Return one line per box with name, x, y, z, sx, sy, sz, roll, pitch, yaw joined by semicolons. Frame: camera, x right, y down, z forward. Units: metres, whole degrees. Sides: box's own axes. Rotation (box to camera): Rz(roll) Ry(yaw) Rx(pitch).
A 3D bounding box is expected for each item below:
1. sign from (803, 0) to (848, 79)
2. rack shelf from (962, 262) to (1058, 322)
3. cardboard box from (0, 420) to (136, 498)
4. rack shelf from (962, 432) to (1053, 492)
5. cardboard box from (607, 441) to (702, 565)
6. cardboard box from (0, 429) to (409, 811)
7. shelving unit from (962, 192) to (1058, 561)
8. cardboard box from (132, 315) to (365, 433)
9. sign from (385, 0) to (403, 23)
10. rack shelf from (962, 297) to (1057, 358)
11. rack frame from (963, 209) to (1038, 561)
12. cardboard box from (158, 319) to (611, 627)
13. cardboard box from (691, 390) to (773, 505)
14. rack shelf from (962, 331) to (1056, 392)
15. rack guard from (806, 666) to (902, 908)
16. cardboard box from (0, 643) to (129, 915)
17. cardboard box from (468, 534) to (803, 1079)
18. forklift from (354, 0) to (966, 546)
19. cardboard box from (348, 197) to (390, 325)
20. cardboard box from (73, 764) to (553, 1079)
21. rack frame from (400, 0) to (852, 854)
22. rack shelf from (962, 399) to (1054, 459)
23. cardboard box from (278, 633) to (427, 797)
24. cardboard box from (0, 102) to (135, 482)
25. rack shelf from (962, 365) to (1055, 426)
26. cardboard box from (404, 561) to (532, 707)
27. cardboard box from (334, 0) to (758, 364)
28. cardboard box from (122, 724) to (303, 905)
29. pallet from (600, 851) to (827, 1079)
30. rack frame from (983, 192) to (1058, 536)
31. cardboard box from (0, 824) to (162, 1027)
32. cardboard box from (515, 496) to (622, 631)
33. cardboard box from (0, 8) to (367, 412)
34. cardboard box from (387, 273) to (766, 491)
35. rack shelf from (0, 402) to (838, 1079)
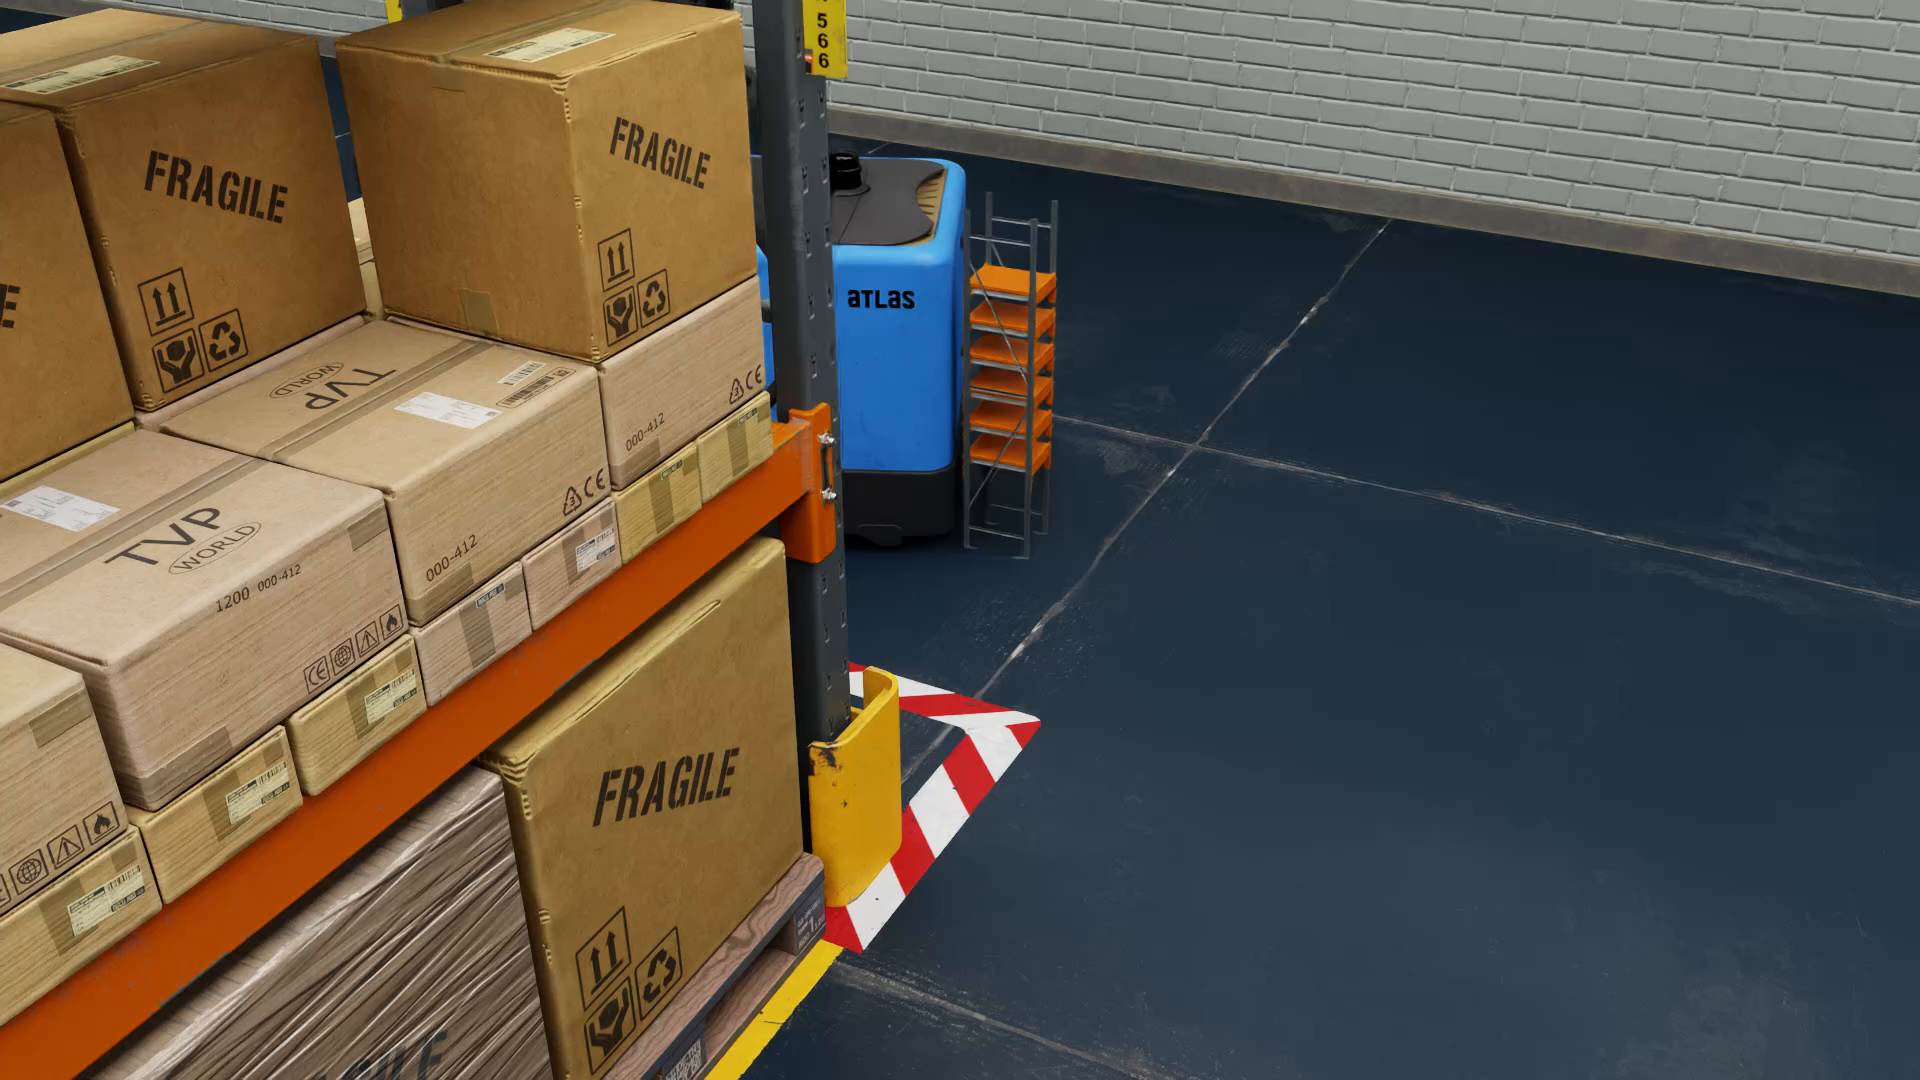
sign;-0.262;-1.045;3.157;0.100;0.325;0.005;14;33;23
rack shelf;0.159;-0.790;5.286;0.258;0.103;0.180;12;32;20
cardboard box;-1.661;-0.028;2.639;0.500;0.250;0.500;13;32;22
rack shelf;0.159;-0.269;5.585;0.258;0.103;0.180;12;32;20
cardboard box;-0.725;-0.113;3.186;0.380;0.149;0.250;15;33;24
cardboard box;-1.187;0.092;2.430;0.500;0.250;0.500;13;32;22
shelving unit;0.159;-0.516;5.444;0.258;1.200;0.189;12;32;20
cardboard box;-1.429;-0.250;3.025;0.500;0.250;0.500;14;33;23
sign;-1.231;-1.108;3.718;0.100;0.325;0.005;14;33;23
rack shelf;0.159;-0.685;5.346;0.258;0.103;0.180;12;32;20
rack frame;0.123;-0.474;5.370;0.240;1.200;0.006;12;32;20
cardboard box;-0.955;-0.134;2.823;0.500;0.250;0.500;14;33;22
cardboard box;-0.608;-0.228;3.387;0.380;0.149;0.250;15;33;24
rack shelf;0.159;-0.581;5.406;0.258;0.103;0.180;12;32;20
rack guard;-0.728;0.504;4.371;1.175;0.500;0.348;14;33;23
cardboard box;-1.421;0.324;2.026;0.500;0.250;0.500;14;33;23
cardboard box;-0.960;0.471;3.629;0.875;0.875;0.875;14;33;23
forklift;-1.501;-1.519;5.451;3.031;2.935;1.130;2;30;3
cardboard box;-1.198;-0.482;3.429;0.500;0.250;0.500;13;32;22
cardboard box;-1.374;0.875;2.926;0.875;0.875;0.875;14;33;23
rack frame;-0.739;-0.570;3.730;1.000;3.000;0.127;14;33;23
rack shelf;0.159;-0.373;5.525;0.258;0.103;0.180;12;32;20
cardboard box;-1.072;0.225;2.598;0.380;0.149;0.250;14;33;22
cardboard box;-1.657;-0.355;2.454;0.500;0.500;0.500;13;32;22
rack shelf;0.159;-0.477;5.466;0.258;0.103;0.180;12;32;20
cardboard box;-0.956;0.109;2.800;0.380;0.149;0.250;15;33;24
cardboard box;-0.727;-0.683;3.026;0.500;0.500;0.500;15;33;24
cardboard box;-1.190;0.340;2.398;0.380;0.149;0.250;14;33;23
pallet;-1.034;1.012;3.776;1.003;0.211;1.213;14;33;23
rack frame;0.194;-0.558;5.517;0.240;1.200;0.006;12;32;20
cardboard box;-1.305;0.449;2.207;0.380;0.149;0.250;15;33;24
cardboard box;-0.841;-0.001;2.992;0.380;0.149;0.250;14;33;23
cardboard box;-1.426;-0.586;2.857;0.500;0.500;0.500;13;33;22
cardboard box;-0.724;-0.359;3.214;0.500;0.250;0.500;14;33;23
rack shelf;-1.650;0.629;2.365;1.077;0.370;4.000;14;33;23
